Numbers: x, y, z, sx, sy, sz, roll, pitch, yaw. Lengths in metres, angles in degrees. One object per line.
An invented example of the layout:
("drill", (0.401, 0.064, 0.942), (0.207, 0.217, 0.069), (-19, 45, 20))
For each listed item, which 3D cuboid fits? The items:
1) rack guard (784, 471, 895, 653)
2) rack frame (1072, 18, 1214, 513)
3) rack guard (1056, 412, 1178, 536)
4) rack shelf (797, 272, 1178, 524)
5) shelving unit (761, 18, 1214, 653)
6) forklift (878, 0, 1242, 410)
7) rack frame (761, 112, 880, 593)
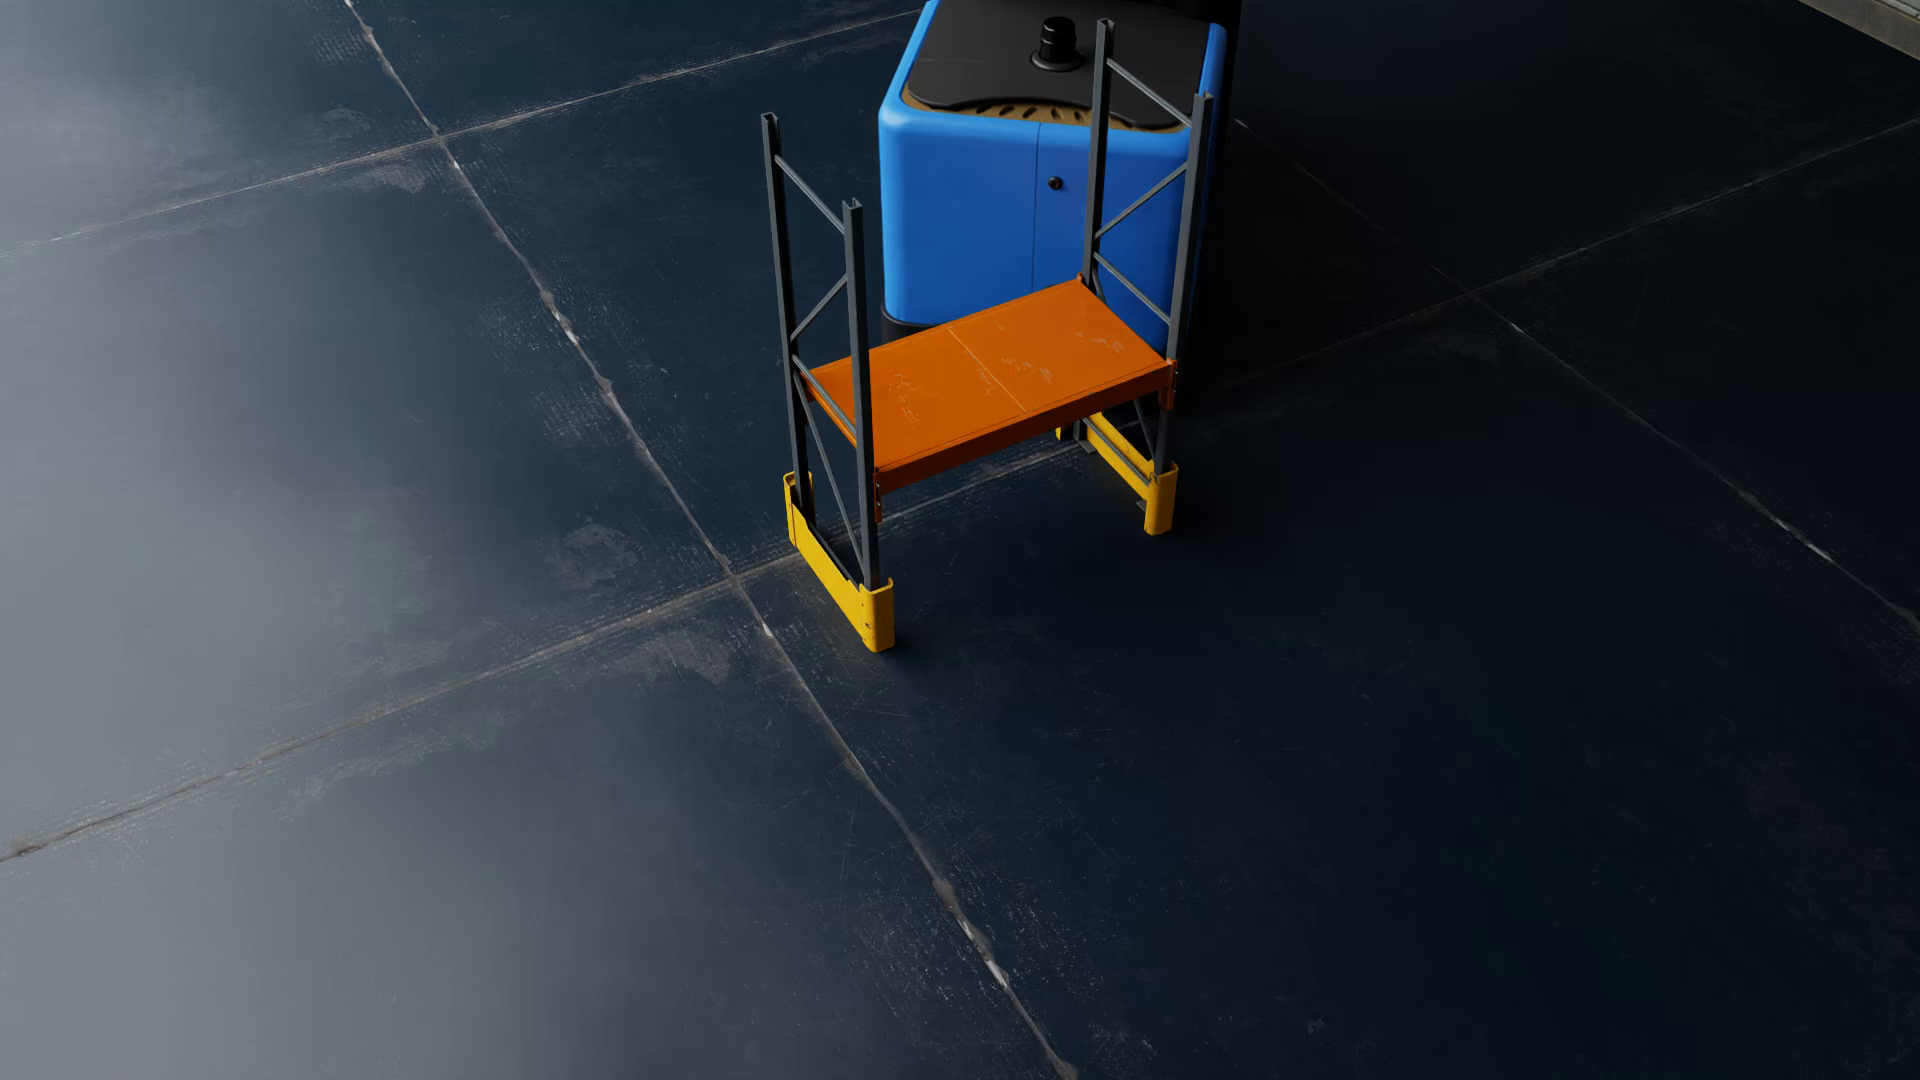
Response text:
("rack guard", (-0.366, 0.057, 5.012), (0.087, 0.250, 0.587), (-22, 48, -21))
("rack frame", (0.515, -0.744, 4.940), (0.032, 1.500, 0.500), (-22, 48, -21))
("rack guard", (0.498, -0.289, 5.368), (0.087, 0.250, 0.587), (-22, 48, -21))
("rack shelf", (0.074, -0.439, 4.883), (1.000, 0.185, 0.538), (-22, 48, -21))
("shelving unit", (0.066, -0.565, 4.755), (1.083, 1.500, 0.587), (-22, 48, -21))
("forklift", (0.512, -2.529, 5.751), (1.130, 2.935, 3.031), (7, 45, 8))
("rack frame", (-0.367, -0.391, 4.576), (0.032, 1.500, 0.500), (-22, 48, -21))
